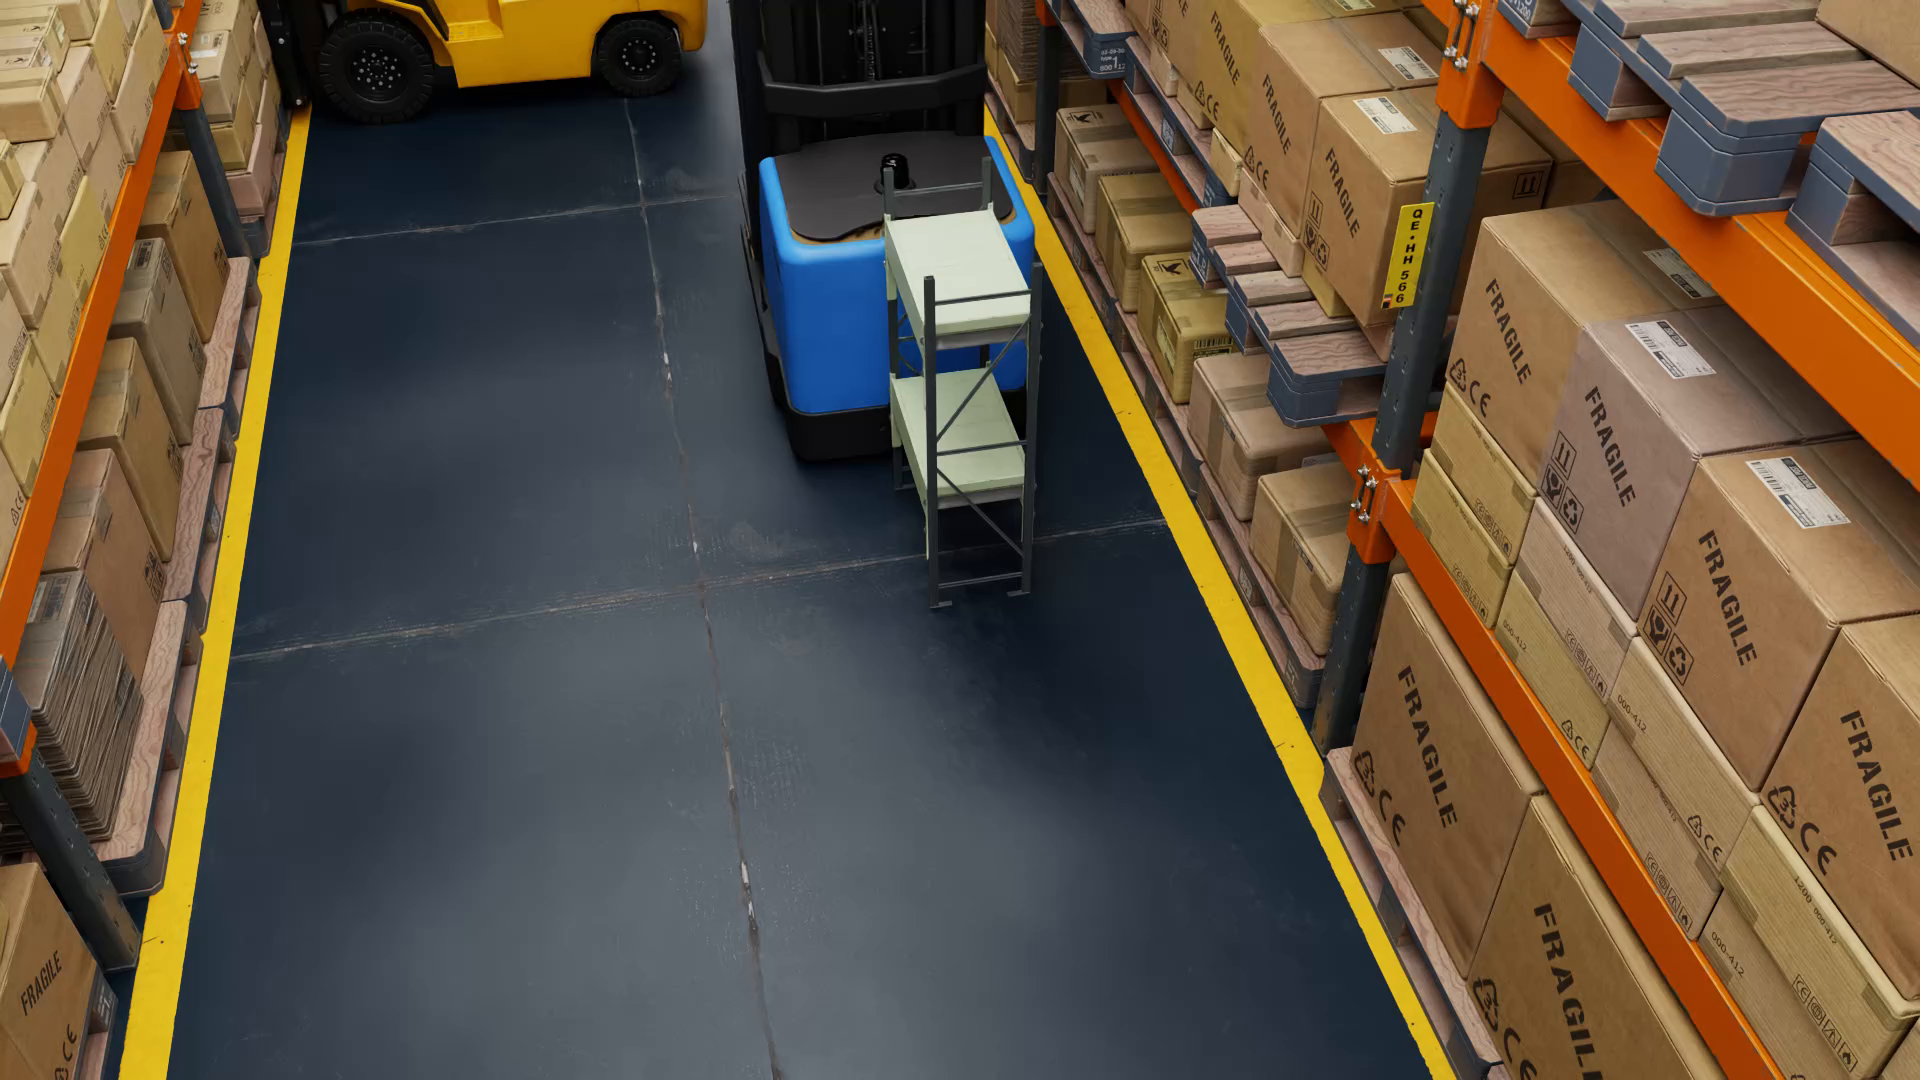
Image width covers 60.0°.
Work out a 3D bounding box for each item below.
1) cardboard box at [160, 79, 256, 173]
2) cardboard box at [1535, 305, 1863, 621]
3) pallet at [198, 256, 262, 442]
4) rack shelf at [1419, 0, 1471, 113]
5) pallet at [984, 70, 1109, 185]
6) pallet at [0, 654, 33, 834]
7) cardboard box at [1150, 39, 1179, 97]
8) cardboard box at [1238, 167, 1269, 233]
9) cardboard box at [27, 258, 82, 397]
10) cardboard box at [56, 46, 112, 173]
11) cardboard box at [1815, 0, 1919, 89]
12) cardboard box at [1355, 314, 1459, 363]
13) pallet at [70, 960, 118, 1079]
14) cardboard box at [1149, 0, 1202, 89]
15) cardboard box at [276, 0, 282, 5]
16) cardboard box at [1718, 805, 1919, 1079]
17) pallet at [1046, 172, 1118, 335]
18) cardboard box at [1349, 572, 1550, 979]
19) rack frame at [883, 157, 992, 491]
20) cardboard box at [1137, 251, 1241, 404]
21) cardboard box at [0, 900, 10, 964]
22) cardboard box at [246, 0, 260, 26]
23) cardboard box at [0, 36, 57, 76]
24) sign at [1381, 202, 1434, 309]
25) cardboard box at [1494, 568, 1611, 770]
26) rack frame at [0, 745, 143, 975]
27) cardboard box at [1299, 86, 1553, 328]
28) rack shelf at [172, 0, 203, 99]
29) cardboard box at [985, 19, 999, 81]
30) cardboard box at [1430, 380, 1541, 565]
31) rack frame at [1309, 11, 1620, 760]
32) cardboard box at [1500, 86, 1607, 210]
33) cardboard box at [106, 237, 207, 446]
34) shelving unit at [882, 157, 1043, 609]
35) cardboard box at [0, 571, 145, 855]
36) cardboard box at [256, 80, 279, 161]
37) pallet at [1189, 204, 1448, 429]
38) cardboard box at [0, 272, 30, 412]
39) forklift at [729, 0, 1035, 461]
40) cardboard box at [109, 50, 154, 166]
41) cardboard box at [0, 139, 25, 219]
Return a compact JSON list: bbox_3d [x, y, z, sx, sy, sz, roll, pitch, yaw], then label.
[{"bbox_3d":[-3.757,-2.008,8.131,0.500,0.250,0.500,-9,42,-9],"label":"cardboard box"},{"bbox_3d":[1.739,-0.192,3.878,0.500,0.500,0.500,-8,42,-9],"label":"cardboard box"},{"bbox_3d":[-3.757,-0.820,7.514,1.003,0.211,1.213,-8,42,-9],"label":"pallet"},{"bbox_3d":[1.323,-2.605,5.707,1.077,0.370,4.000,-8,42,-9],"label":"rack shelf"},{"bbox_3d":[0.712,-2.436,9.335,1.003,0.211,1.213,-8,42,-9],"label":"pallet"},{"bbox_3d":[-2.876,0.759,3.780,1.213,0.211,1.003,-8,42,-9],"label":"pallet"},{"bbox_3d":[0.957,-1.859,6.458,0.380,0.149,0.250,-7,42,-8],"label":"cardboard box"},{"bbox_3d":[1.181,-1.182,5.695,0.380,0.149,0.250,-10,43,-11],"label":"cardboard box"},{"bbox_3d":[-3.170,-0.668,5.356,0.500,0.250,0.500,-10,42,-11],"label":"cardboard box"},{"bbox_3d":[-3.376,-1.519,5.938,0.500,0.250,0.500,-8,42,-8],"label":"cardboard box"},{"bbox_3d":[2.154,-1.157,3.143,0.700,0.500,0.500,-10,43,-11],"label":"cardboard box"},{"bbox_3d":[1.455,-0.697,5.149,0.380,0.149,0.250,-7,42,-8],"label":"cardboard box"},{"bbox_3d":[-2.967,1.791,4.574,1.003,0.211,1.213,-8,42,-9],"label":"pallet"},{"bbox_3d":[1.036,-2.030,6.162,0.500,0.500,0.500,-10,43,-11],"label":"cardboard box"},{"bbox_3d":[-4.073,-2.989,9.236,0.500,0.250,0.500,-8,42,-9],"label":"cardboard box"},{"bbox_3d":[1.926,0.768,3.361,0.500,0.250,0.500,-8,42,-9],"label":"cardboard box"},{"bbox_3d":[1.061,-1.501,8.282,1.003,0.211,1.213,-8,42,-9],"label":"pallet"},{"bbox_3d":[1.823,0.642,5.052,0.875,0.875,0.875,-9,42,-10],"label":"cardboard box"},{"bbox_3d":[-0.080,-0.802,6.524,0.400,1.500,0.023,-8,42,-9],"label":"rack frame"},{"bbox_3d":[1.318,-0.967,7.243,0.950,0.372,0.625,-7,42,-8],"label":"cardboard box"},{"bbox_3d":[-2.737,1.077,4.355,0.380,0.149,0.250,-10,43,-11],"label":"cardboard box"},{"bbox_3d":[-3.971,-2.850,8.702,0.500,0.250,0.500,-7,42,-8],"label":"cardboard box"},{"bbox_3d":[-3.359,-1.601,5.730,0.380,0.149,0.250,-8,42,-9],"label":"cardboard box"},{"bbox_3d":[1.227,-0.775,4.551,0.100,0.325,0.005,-8,42,-9],"label":"sign"},{"bbox_3d":[1.743,0.284,4.283,0.500,0.250,0.500,-9,42,-11],"label":"cardboard box"},{"bbox_3d":[-3.091,0.258,4.200,1.000,3.000,0.127,-8,42,-9],"label":"rack frame"},{"bbox_3d":[1.386,-1.016,5.019,0.500,0.500,0.500,-9,42,-11],"label":"cardboard box"},{"bbox_3d":[-4.386,-3.362,8.820,1.077,0.370,4.000,-8,42,-9],"label":"rack shelf"},{"bbox_3d":[0.377,-2.865,9.473,0.500,0.250,0.500,-9,42,-10],"label":"cardboard box"},{"bbox_3d":[1.623,-0.222,4.477,0.500,0.250,0.500,-9,42,-10],"label":"cardboard box"},{"bbox_3d":[1.755,-0.455,5.003,1.000,3.000,0.127,-8,42,-9],"label":"rack frame"},{"bbox_3d":[1.884,-1.086,5.098,0.500,0.500,0.500,-9,42,-10],"label":"cardboard box"},{"bbox_3d":[-3.671,-0.763,6.822,0.875,0.625,0.625,-9,42,-10],"label":"cardboard box"},{"bbox_3d":[-0.001,-0.565,6.257,0.431,1.500,0.755,-8,42,-9],"label":"shelving unit"},{"bbox_3d":[-3.212,0.583,5.306,0.875,0.625,0.625,-7,42,-8],"label":"cardboard box"},{"bbox_3d":[-3.860,-2.151,8.669,0.500,0.250,0.500,-9,42,-10],"label":"cardboard box"},{"bbox_3d":[1.497,-0.830,5.570,1.213,0.211,1.003,-8,42,-9],"label":"pallet"},{"bbox_3d":[-3.055,-0.520,4.813,0.500,0.250,0.500,-7,42,-8],"label":"cardboard box"},{"bbox_3d":[-0.482,-2.418,7.266,1.130,2.935,3.031,-8,42,-9],"label":"forklift"},{"bbox_3d":[-3.476,-1.664,6.478,0.500,0.250,0.500,-9,42,-10],"label":"cardboard box"},{"bbox_3d":[-3.161,-1.106,5.172,0.380,0.149,0.250,-8,42,-8],"label":"cardboard box"}]
